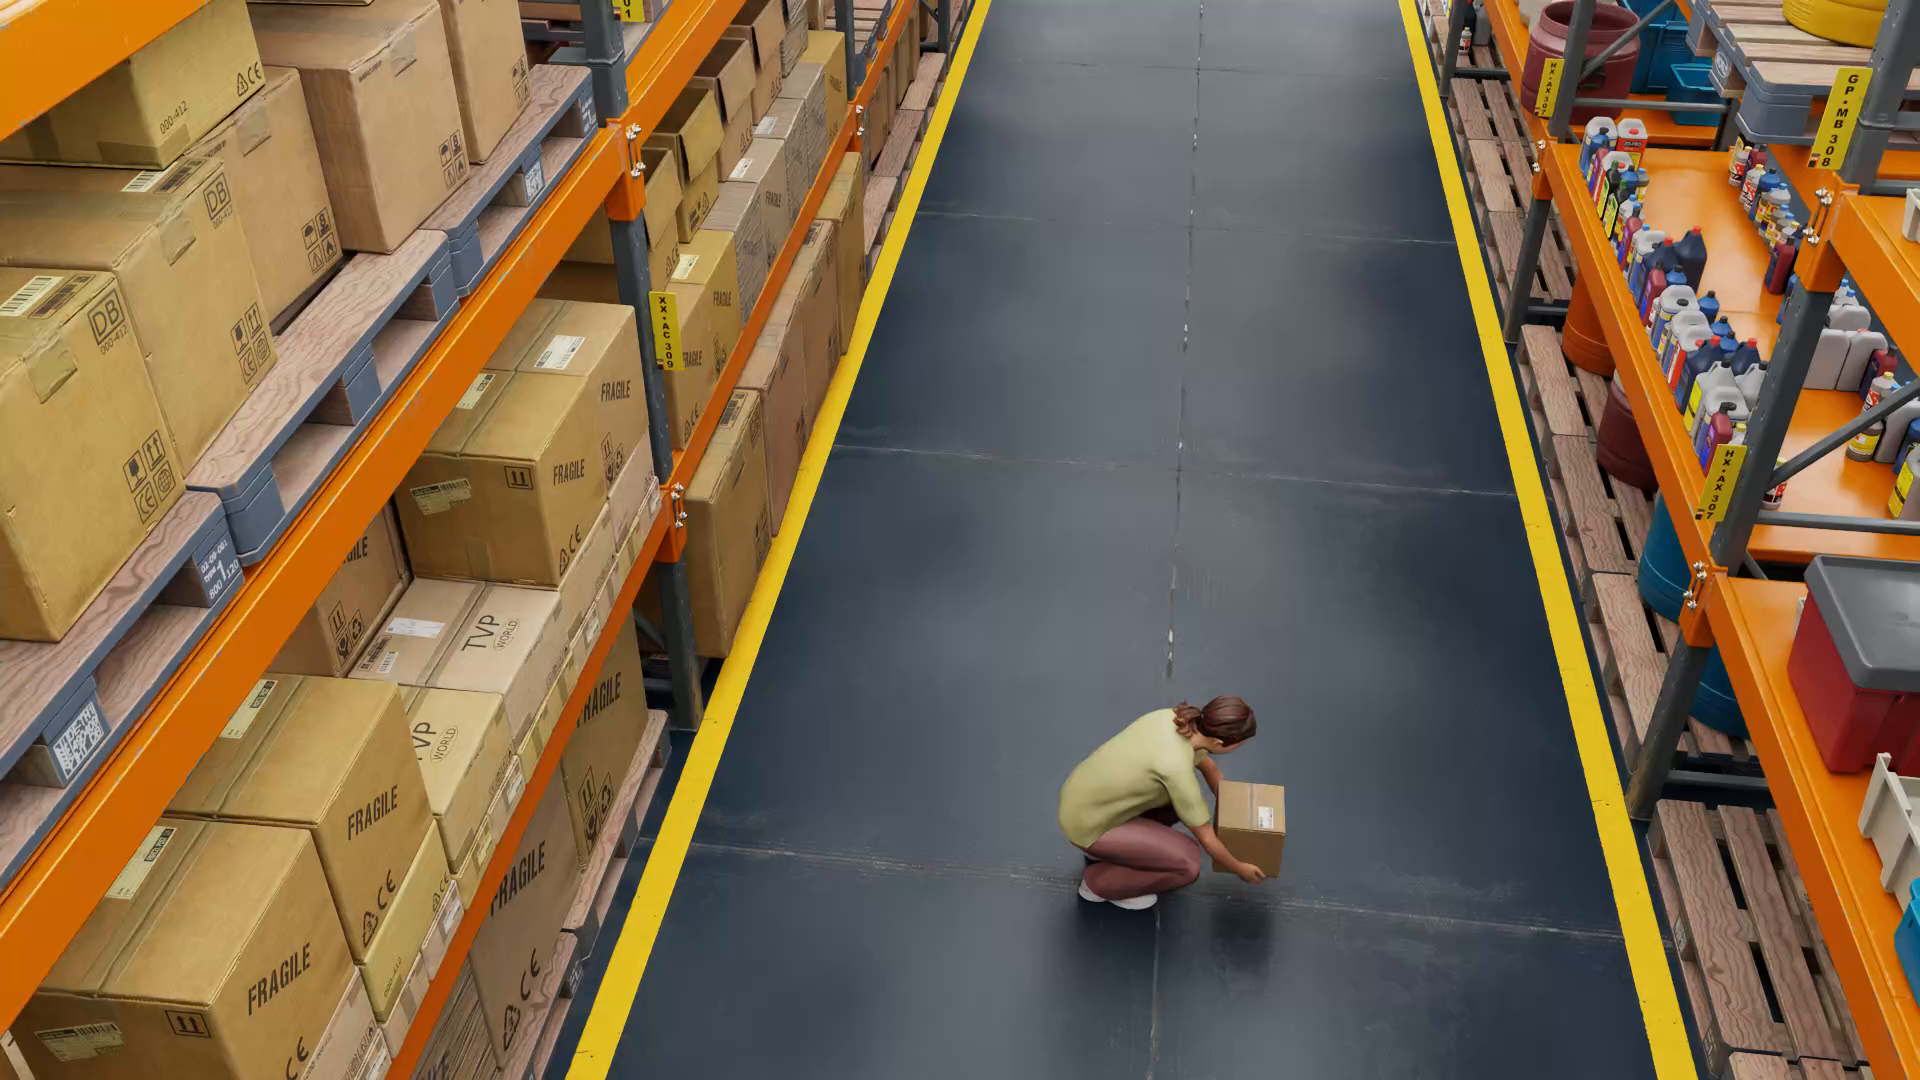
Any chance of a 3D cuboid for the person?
[{"bbox_3d":[0.783,0.975,6.347,0.806,0.931,0.478,4,36,6],"label":"person"}]
